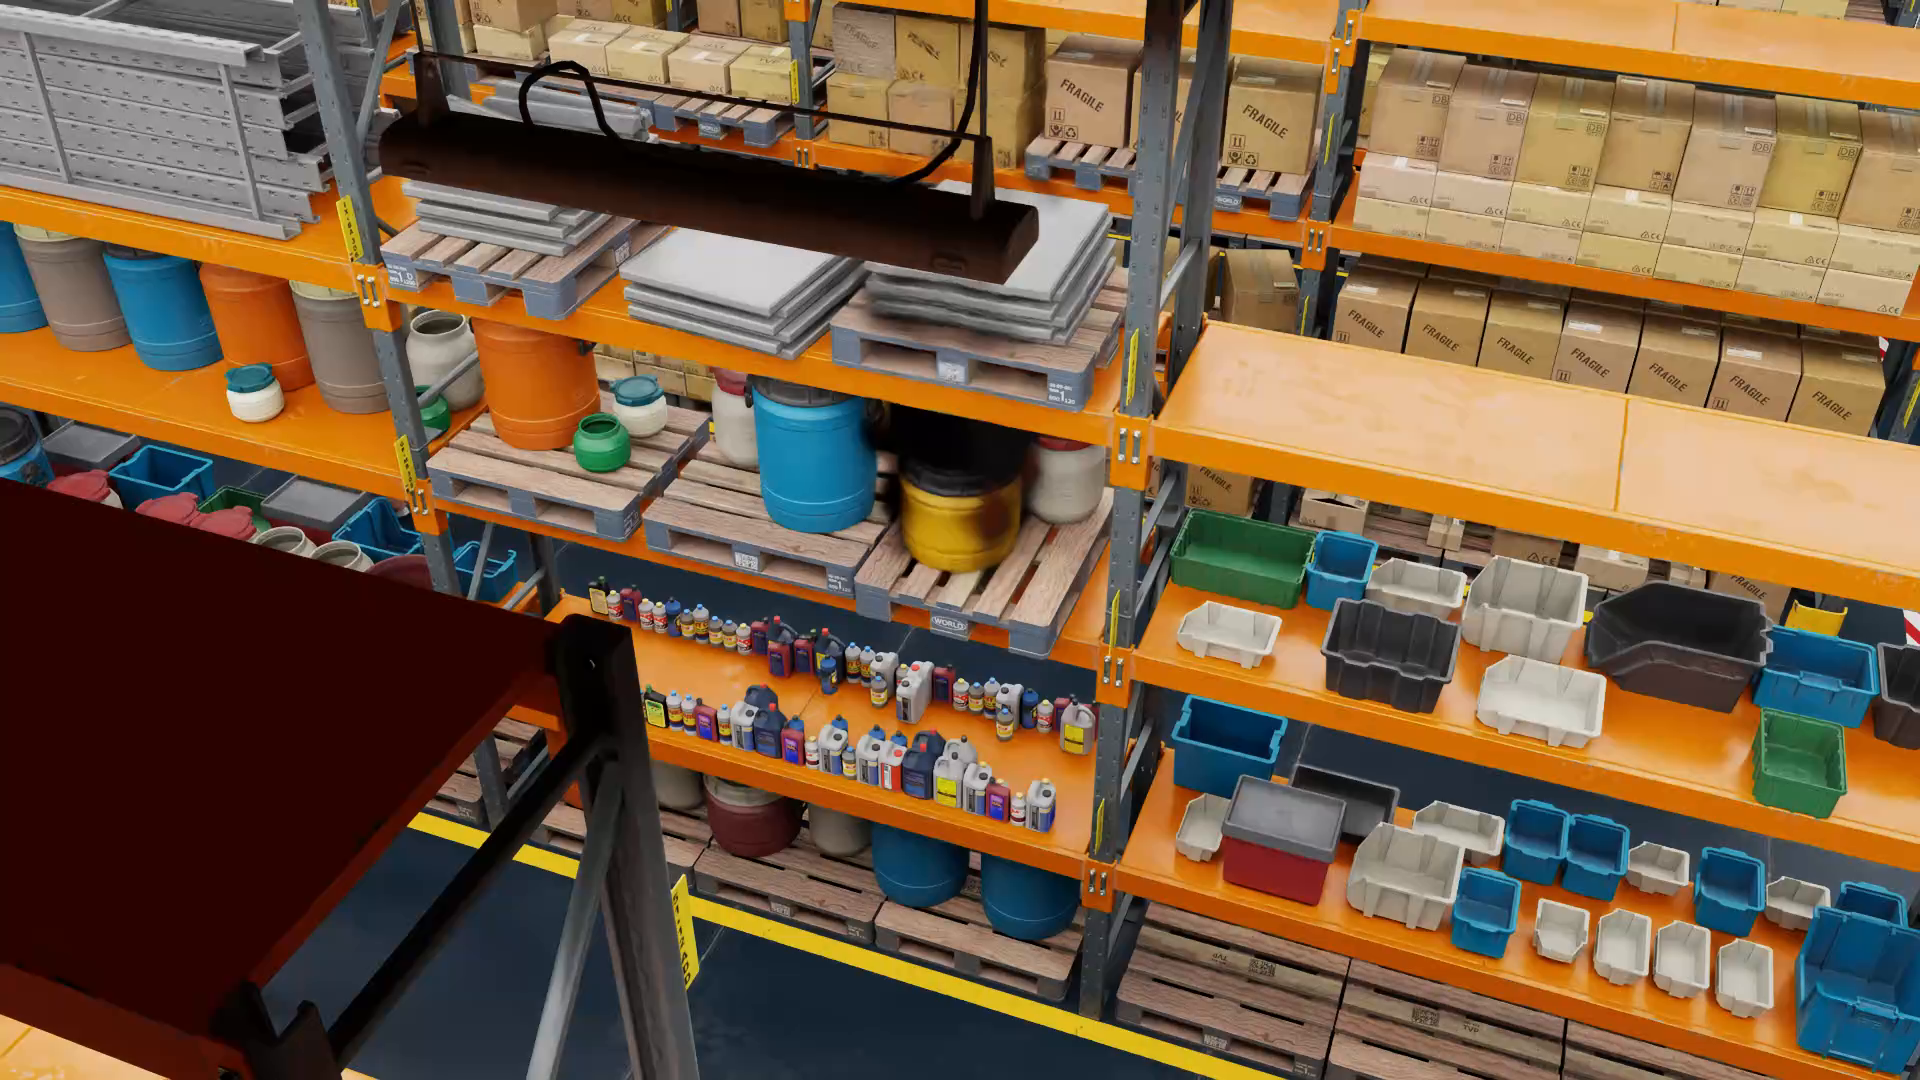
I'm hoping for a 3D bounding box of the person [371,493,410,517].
[{"bbox_3d":[-4.739,-0.856,13.188,0.514,1.620,0.624,8,37,11],"label":"person"}]
